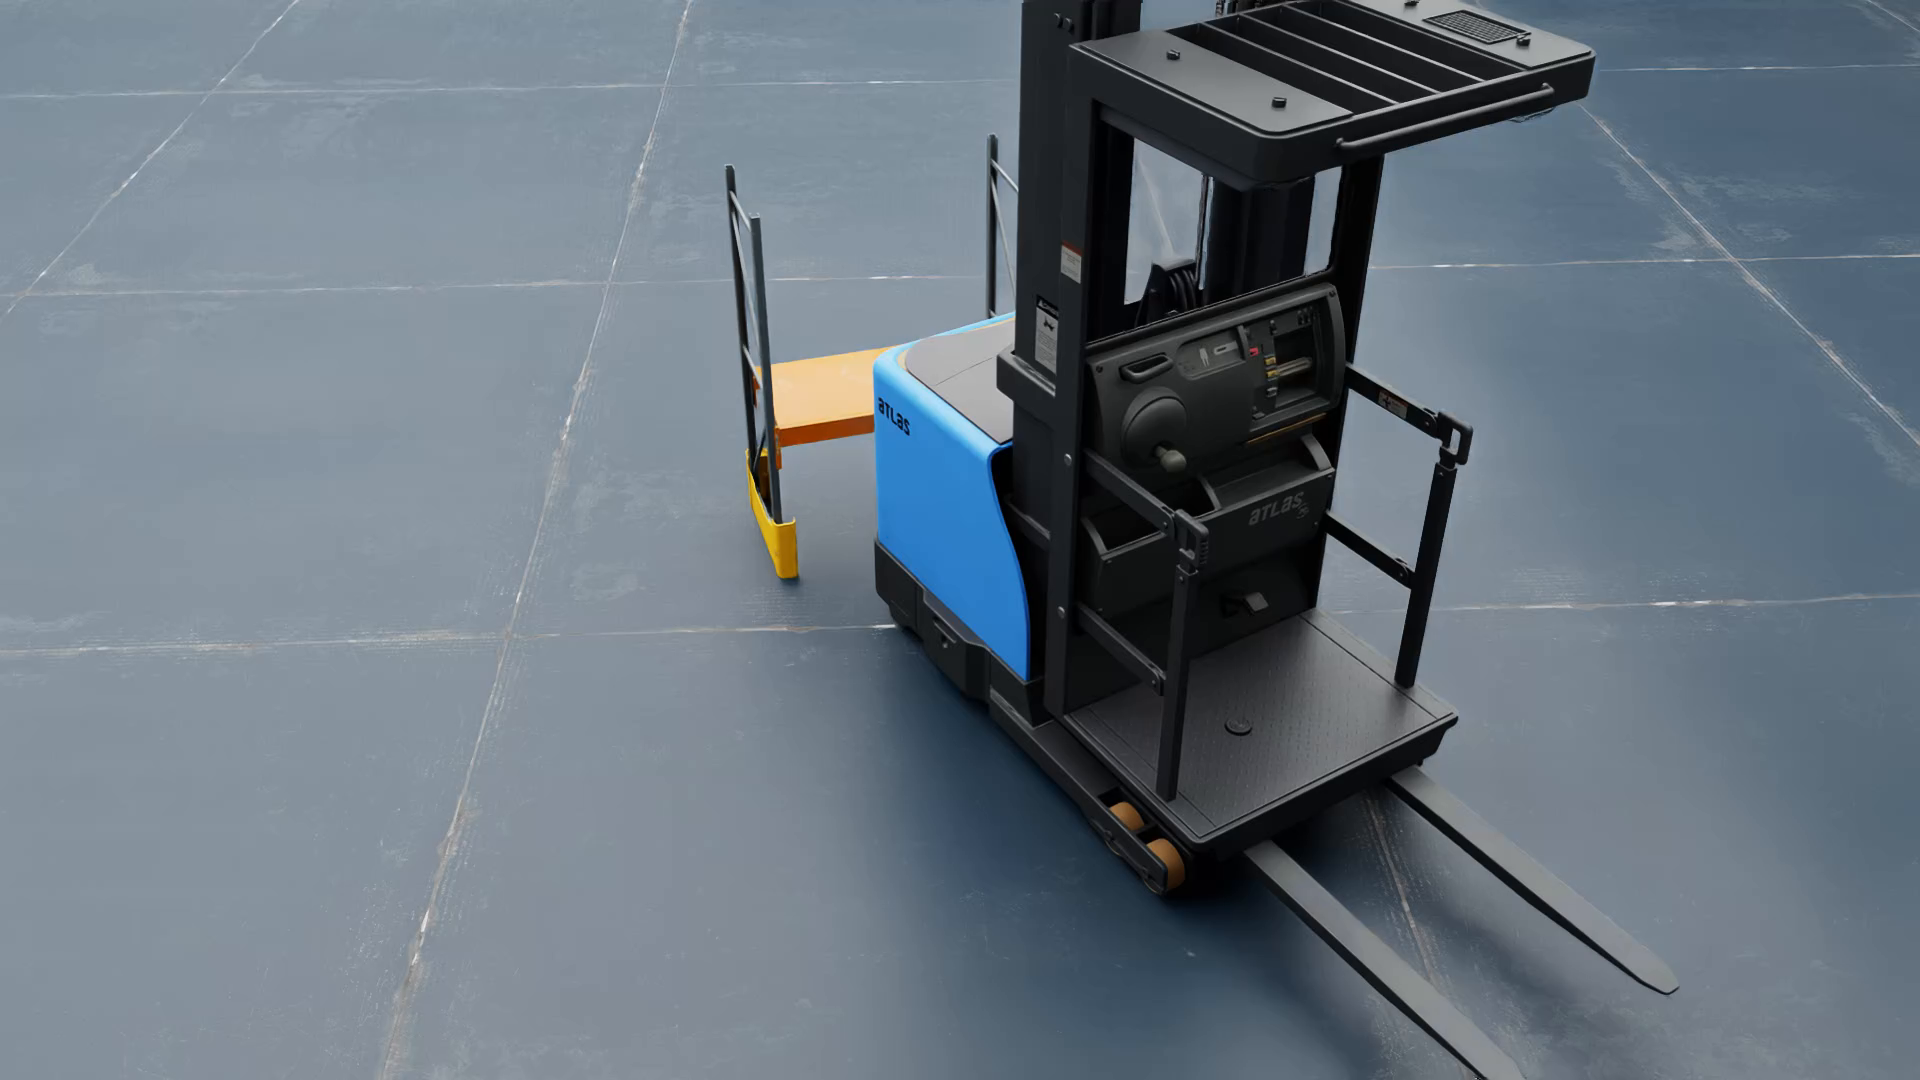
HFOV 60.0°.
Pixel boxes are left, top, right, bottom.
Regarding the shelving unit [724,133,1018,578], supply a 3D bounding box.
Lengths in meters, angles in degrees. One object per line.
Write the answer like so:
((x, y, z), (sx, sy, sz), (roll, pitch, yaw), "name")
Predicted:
((-0.284, -0.715, 6.466), (1.083, 1.500, 0.587), (-10, 36, -14), "shelving unit")

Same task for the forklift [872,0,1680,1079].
((0.893, -0.418, 4.778), (1.130, 2.935, 3.031), (-20, 39, -26), "forklift")

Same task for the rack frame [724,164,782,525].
((-0.777, -0.627, 6.338), (0.032, 1.500, 0.500), (-10, 36, -14), "rack frame")

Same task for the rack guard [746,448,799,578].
((-0.759, -0.116, 6.699), (0.087, 0.250, 0.587), (-10, 36, -14), "rack guard")

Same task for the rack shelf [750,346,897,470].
((-0.293, -0.566, 6.566), (1.000, 0.185, 0.538), (-10, 36, -14), "rack shelf")

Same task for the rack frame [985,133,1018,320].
((0.192, -0.801, 6.589), (0.032, 1.500, 0.500), (-10, 36, -14), "rack frame")
